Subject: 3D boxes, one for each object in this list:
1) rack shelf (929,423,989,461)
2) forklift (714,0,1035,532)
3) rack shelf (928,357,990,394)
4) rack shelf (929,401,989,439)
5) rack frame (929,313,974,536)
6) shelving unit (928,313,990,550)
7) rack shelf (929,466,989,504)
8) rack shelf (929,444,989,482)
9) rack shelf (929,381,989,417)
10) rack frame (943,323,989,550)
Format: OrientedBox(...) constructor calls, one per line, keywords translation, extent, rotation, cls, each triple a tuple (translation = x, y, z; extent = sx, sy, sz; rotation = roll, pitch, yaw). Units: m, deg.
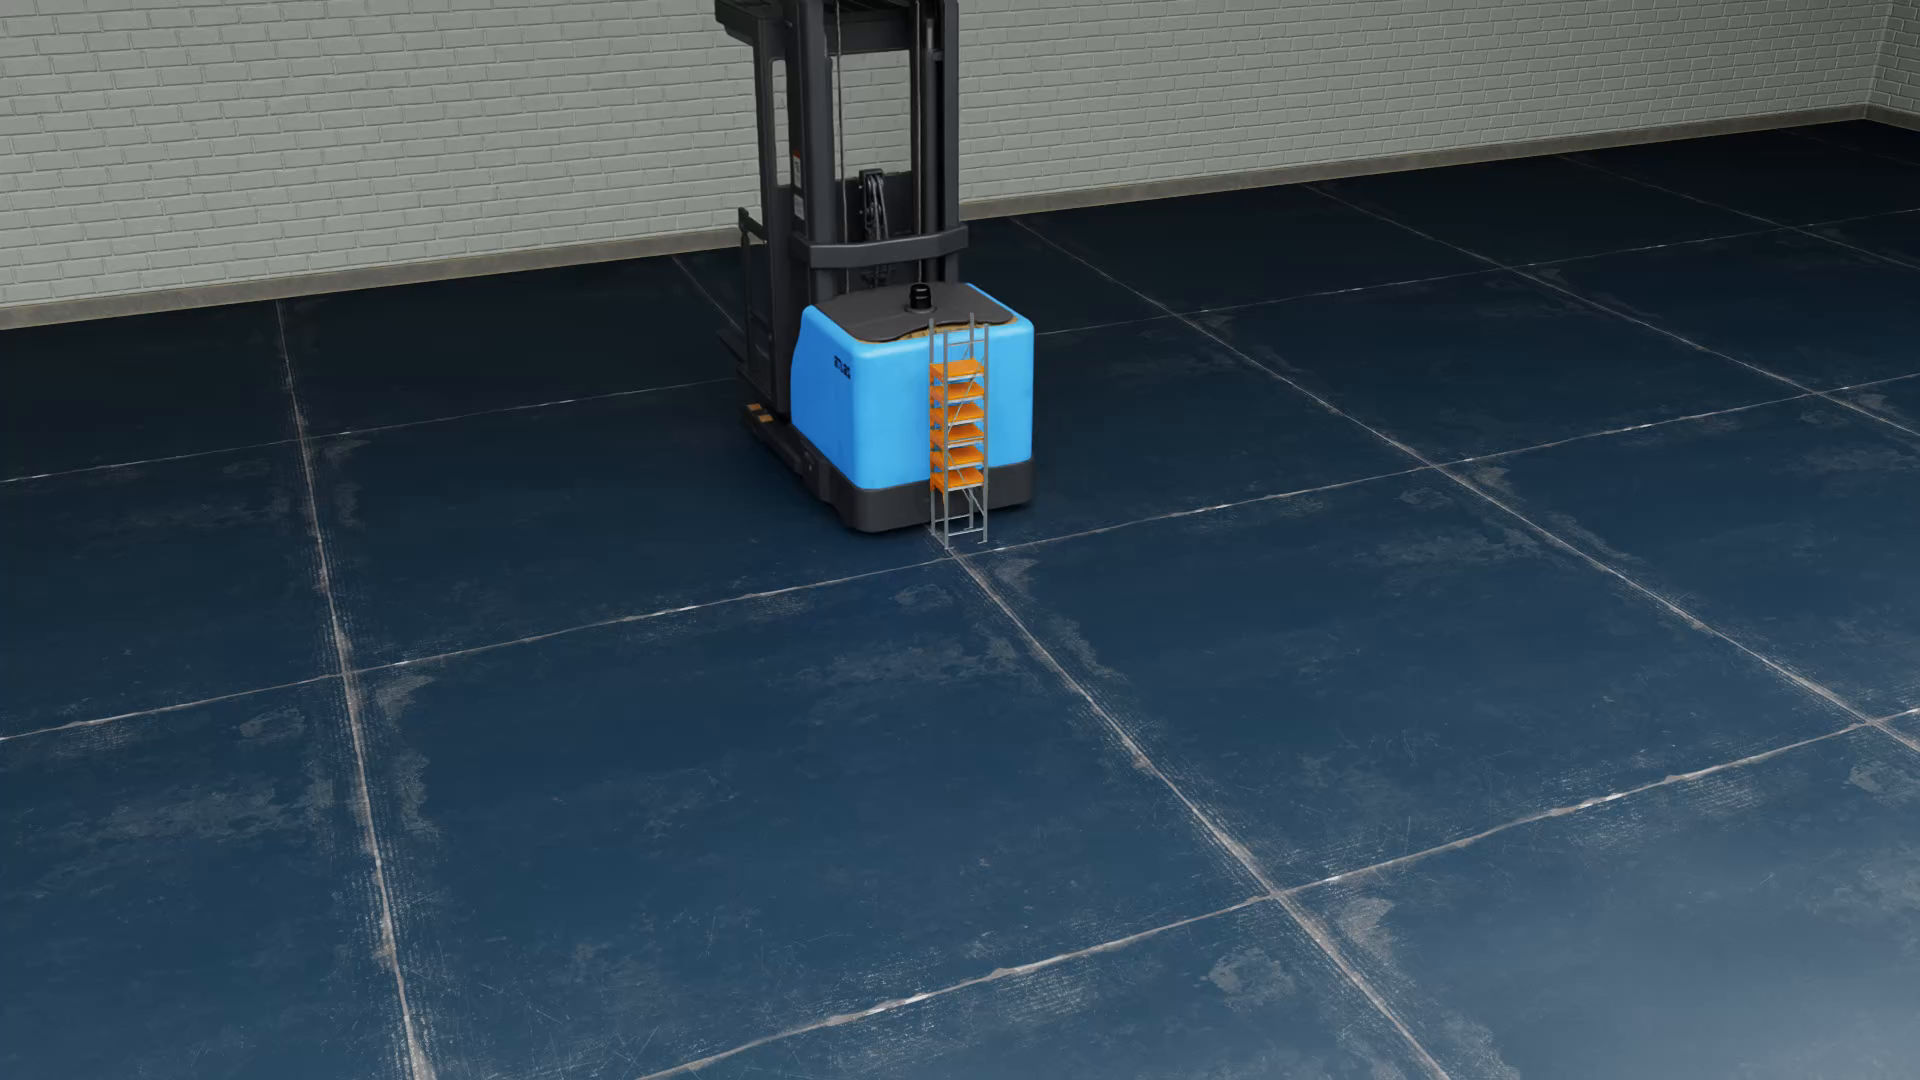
OrientedBox(translation=(-0.006, -0.505, 8.518), extent=(0.258, 0.103, 0.180), rotation=(-11, 28, -21), cls="rack shelf")
OrientedBox(translation=(-0.681, -1.975, 9.455), extent=(1.130, 2.935, 3.031), rotation=(-12, 28, -22), cls="forklift")
OrientedBox(translation=(-0.006, -0.829, 8.360), extent=(0.258, 0.103, 0.180), rotation=(-11, 28, -21), cls="rack shelf")
OrientedBox(translation=(-0.006, -0.613, 8.466), extent=(0.258, 0.103, 0.180), rotation=(-11, 28, -21), cls="rack shelf")
OrientedBox(translation=(-0.042, -0.582, 8.574), extent=(0.240, 1.200, 0.006), rotation=(-11, 28, -21), cls="rack frame")
OrientedBox(translation=(-0.006, -0.545, 8.499), extent=(0.258, 1.200, 0.189), rotation=(-11, 28, -21), cls="shelving unit")
OrientedBox(translation=(-0.006, -0.289, 8.624), extent=(0.258, 0.103, 0.180), rotation=(-11, 28, -21), cls="rack shelf")
OrientedBox(translation=(-0.006, -0.397, 8.571), extent=(0.258, 0.103, 0.180), rotation=(-11, 28, -21), cls="rack shelf")
OrientedBox(translation=(-0.006, -0.721, 8.413), extent=(0.258, 0.103, 0.180), rotation=(-11, 28, -21), cls="rack shelf")
OrientedBox(translation=(0.030, -0.508, 8.423), extent=(0.240, 1.200, 0.006), rotation=(-11, 28, -21), cls="rack frame")
